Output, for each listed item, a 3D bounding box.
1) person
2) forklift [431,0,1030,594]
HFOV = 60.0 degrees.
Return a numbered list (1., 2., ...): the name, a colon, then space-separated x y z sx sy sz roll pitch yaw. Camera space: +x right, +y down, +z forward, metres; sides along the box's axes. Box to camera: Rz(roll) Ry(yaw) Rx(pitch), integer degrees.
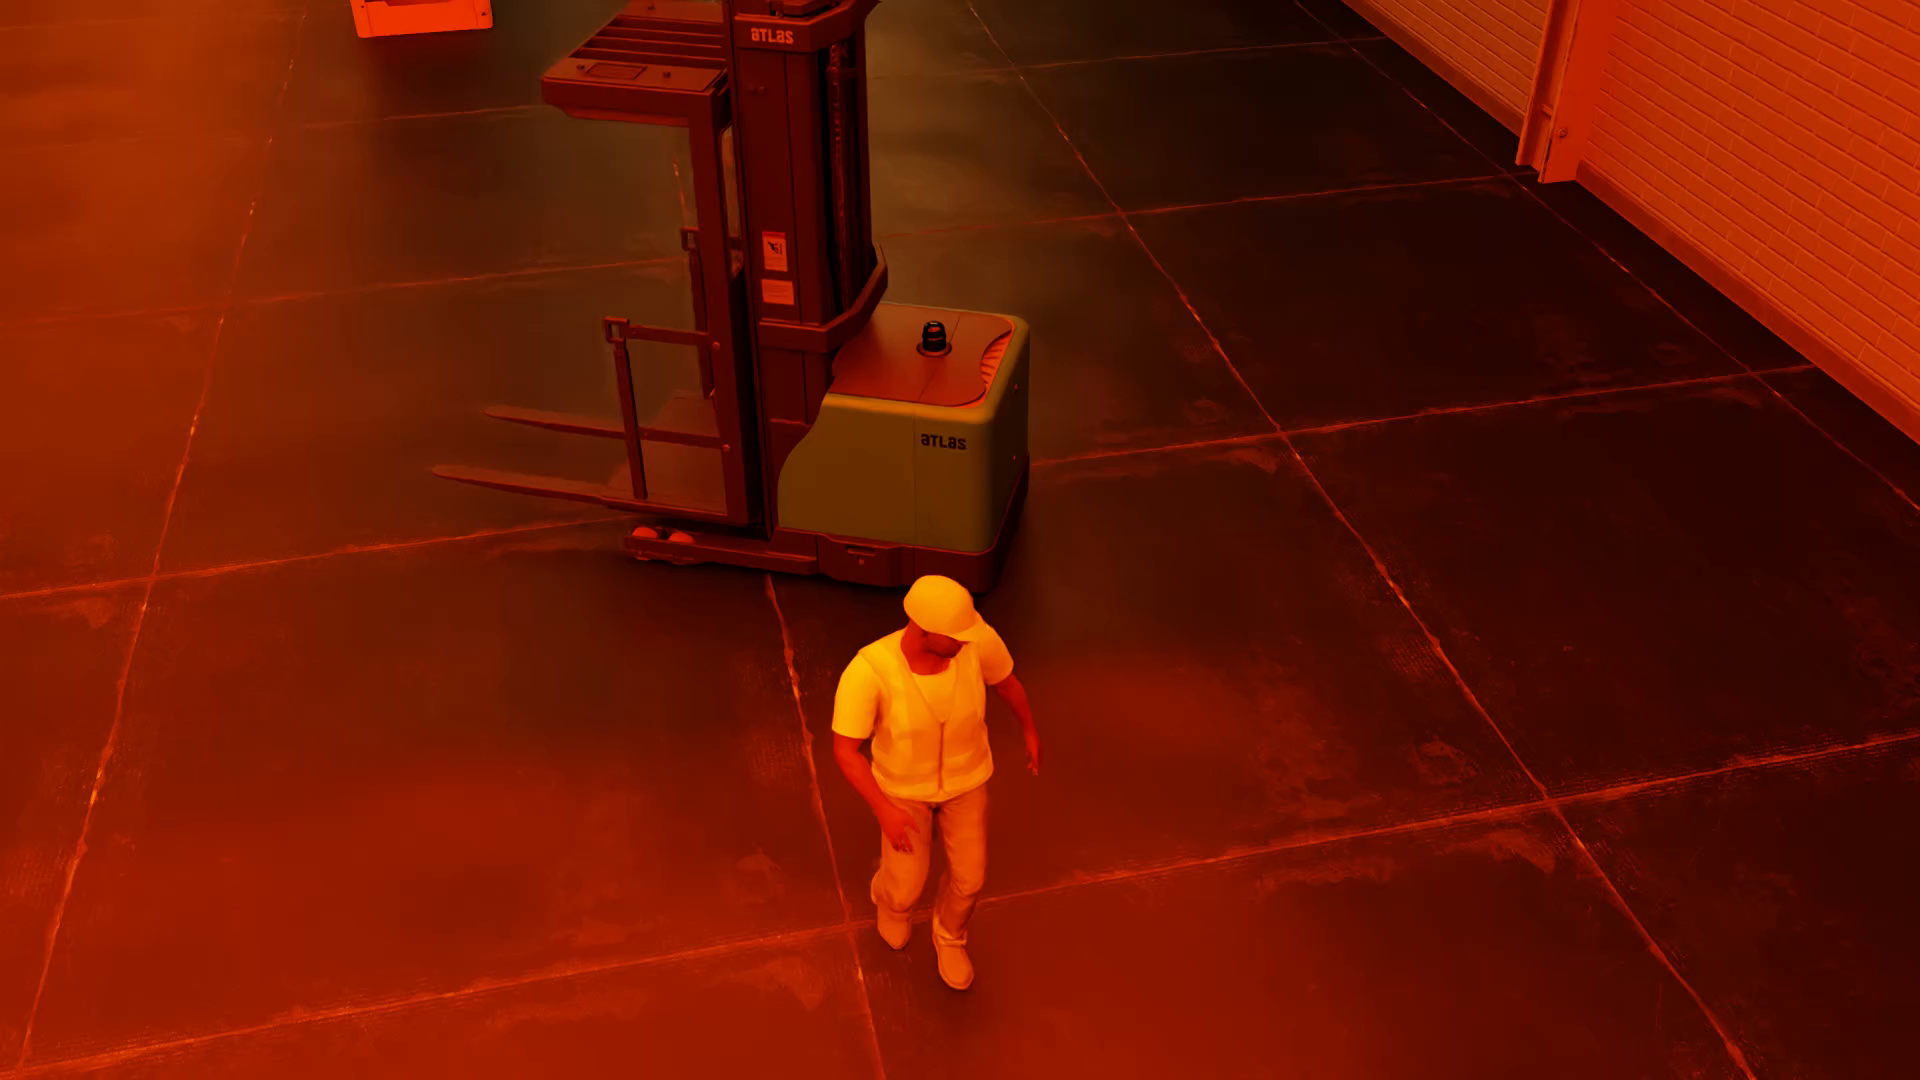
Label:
1. person: -0.050 0.855 5.897 0.788 1.724 0.527 -8 36 -11
2. forklift: -1.210 -1.353 7.930 3.031 2.935 1.130 8 36 10
